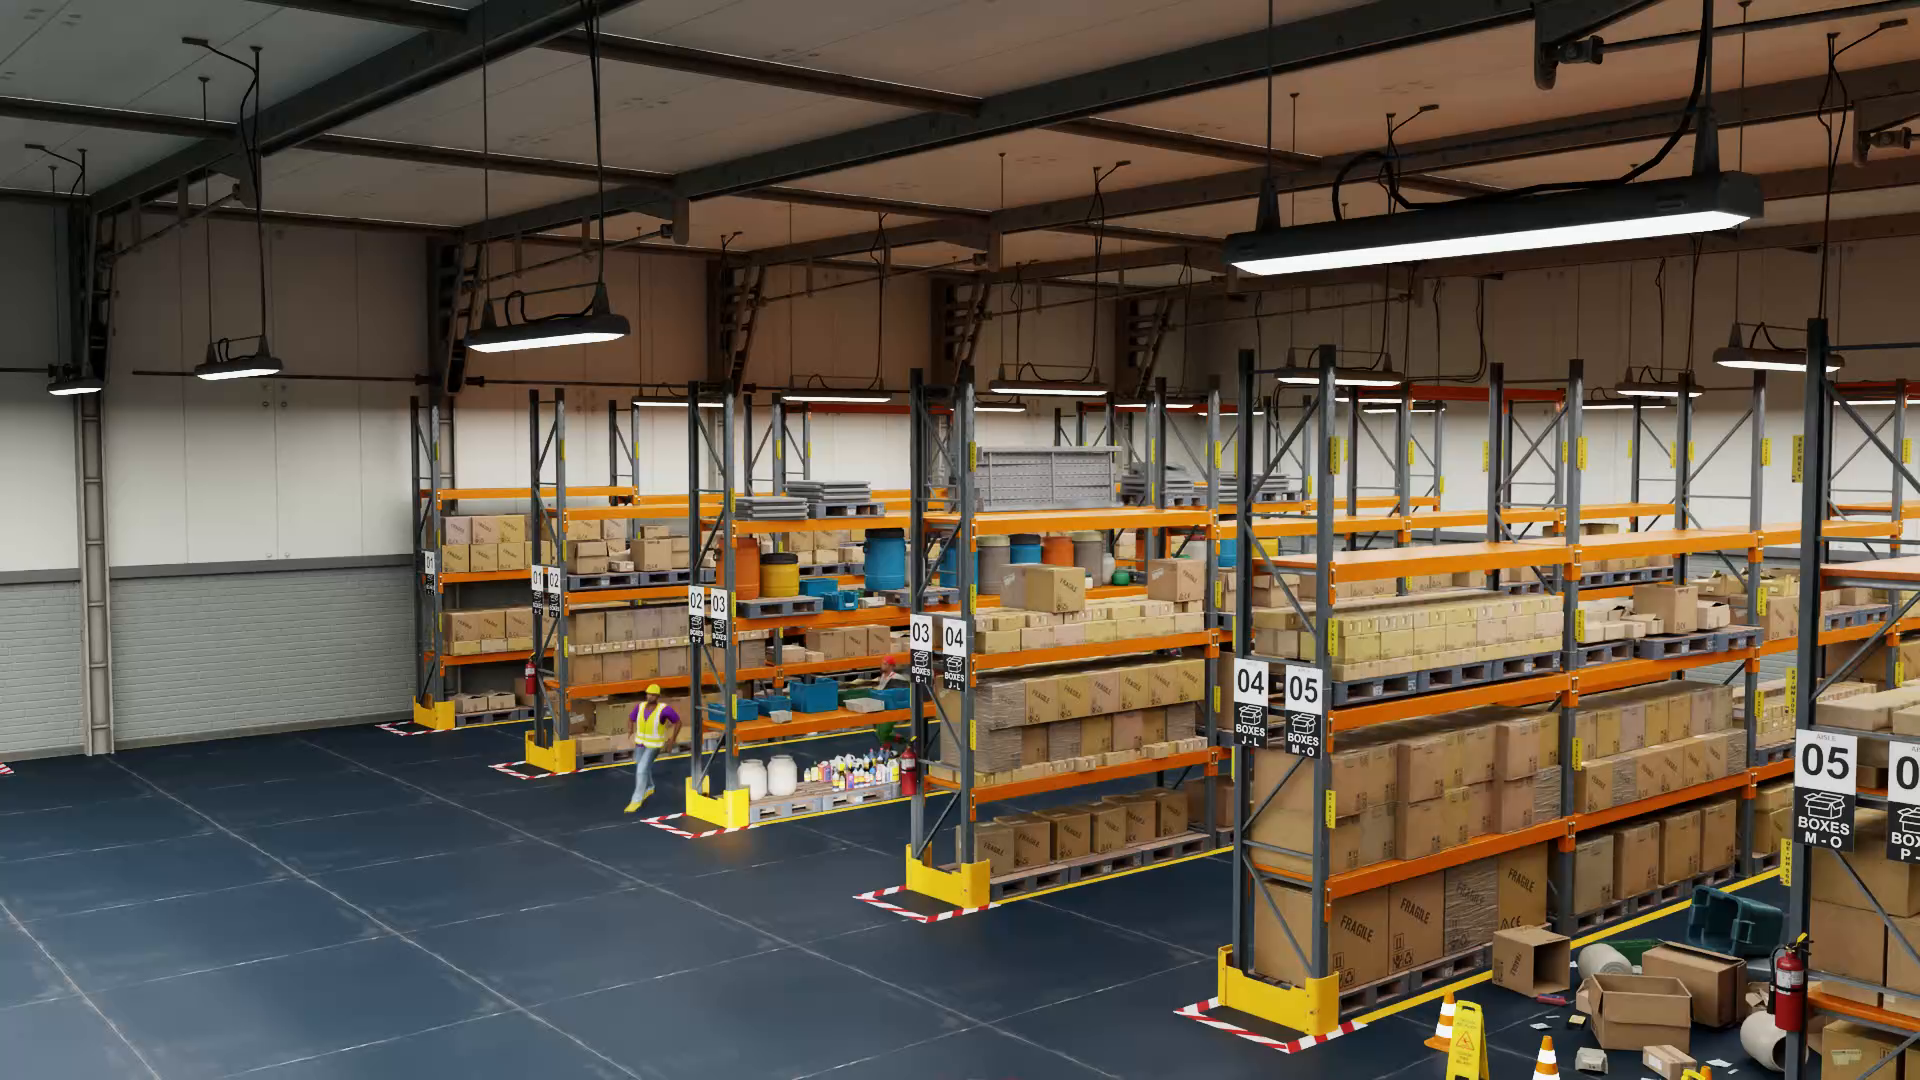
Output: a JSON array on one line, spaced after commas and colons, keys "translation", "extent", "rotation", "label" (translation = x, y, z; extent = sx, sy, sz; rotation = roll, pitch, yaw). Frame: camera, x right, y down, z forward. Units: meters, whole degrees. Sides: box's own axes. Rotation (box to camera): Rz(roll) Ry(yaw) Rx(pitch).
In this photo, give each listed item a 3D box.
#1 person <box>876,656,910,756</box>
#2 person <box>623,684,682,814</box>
[{"translation": [-1.112, 2.721, 26.713], "extent": [0.623, 1.742, 0.673], "rotation": [-3, 4, -37], "label": "person"}, {"translation": [-4.377, 2.910, 23.403], "extent": [0.757, 1.781, 0.851], "rotation": [2, 4, 25], "label": "person"}]
